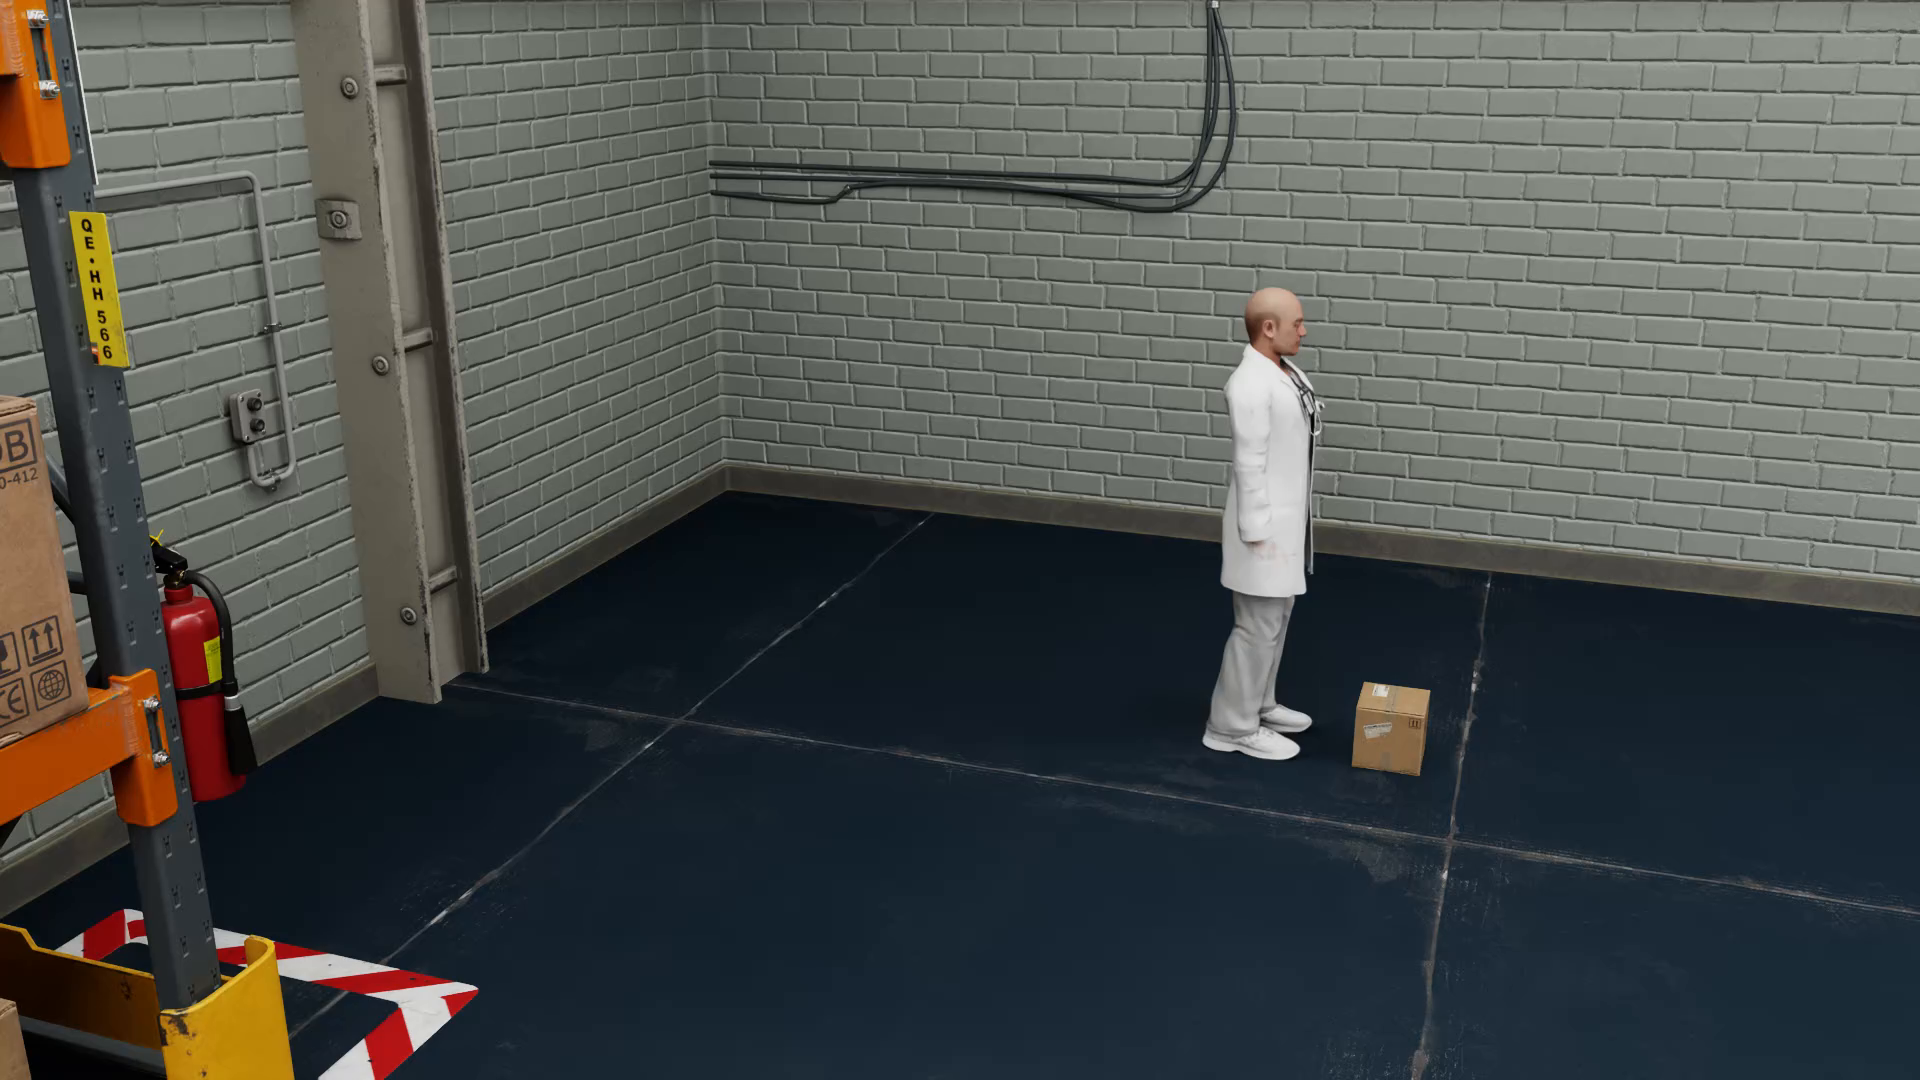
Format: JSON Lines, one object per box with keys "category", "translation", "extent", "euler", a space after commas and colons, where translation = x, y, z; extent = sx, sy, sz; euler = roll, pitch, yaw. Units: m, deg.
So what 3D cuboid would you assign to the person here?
{"category": "person", "translation": [1.176, -0.065, 6.282], "extent": [0.379, 1.777, 0.562], "euler": [7, 20, 20]}
